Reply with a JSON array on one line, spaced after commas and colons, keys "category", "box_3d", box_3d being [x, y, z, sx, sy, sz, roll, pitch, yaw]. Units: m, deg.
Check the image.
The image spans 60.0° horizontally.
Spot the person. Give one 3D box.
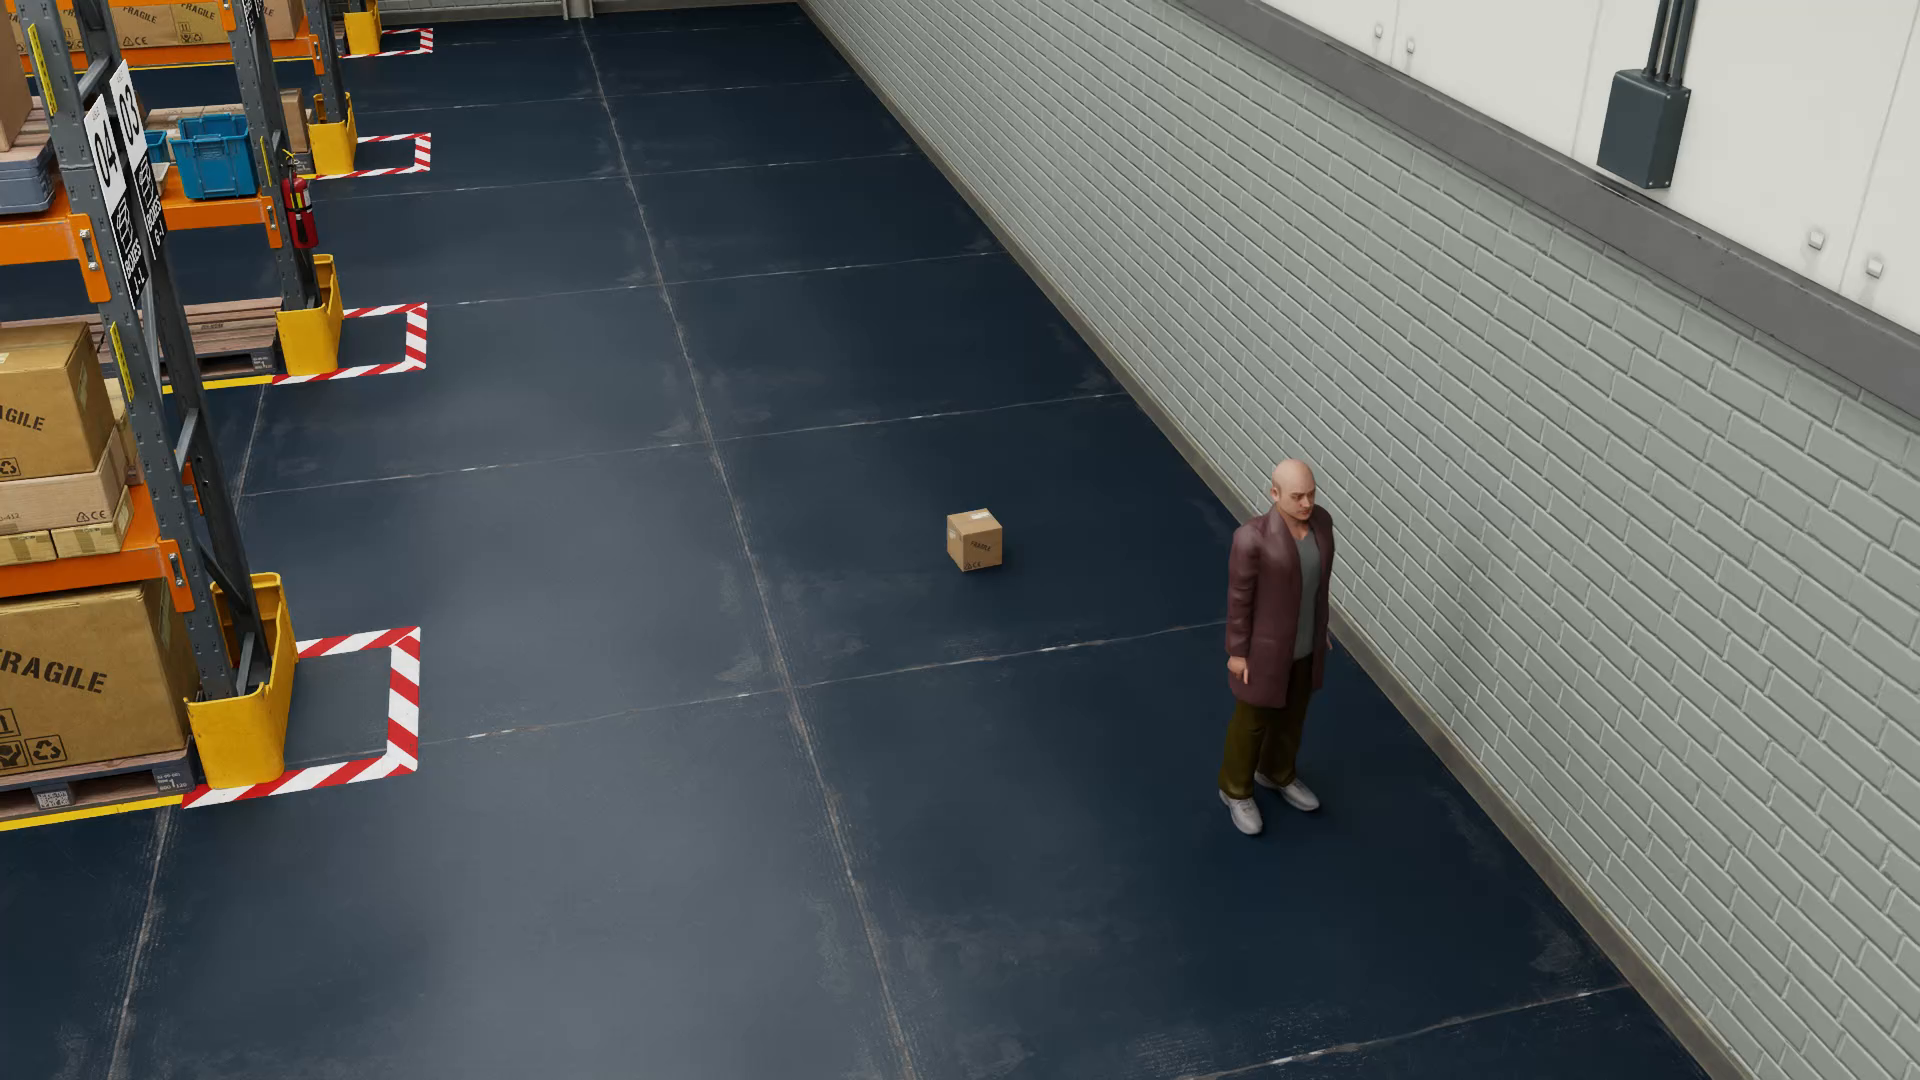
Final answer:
[{"category": "person", "box_3d": [1.449, 0.471, 7.432, 0.557, 1.783, 0.372, -17, 34, -26]}]
